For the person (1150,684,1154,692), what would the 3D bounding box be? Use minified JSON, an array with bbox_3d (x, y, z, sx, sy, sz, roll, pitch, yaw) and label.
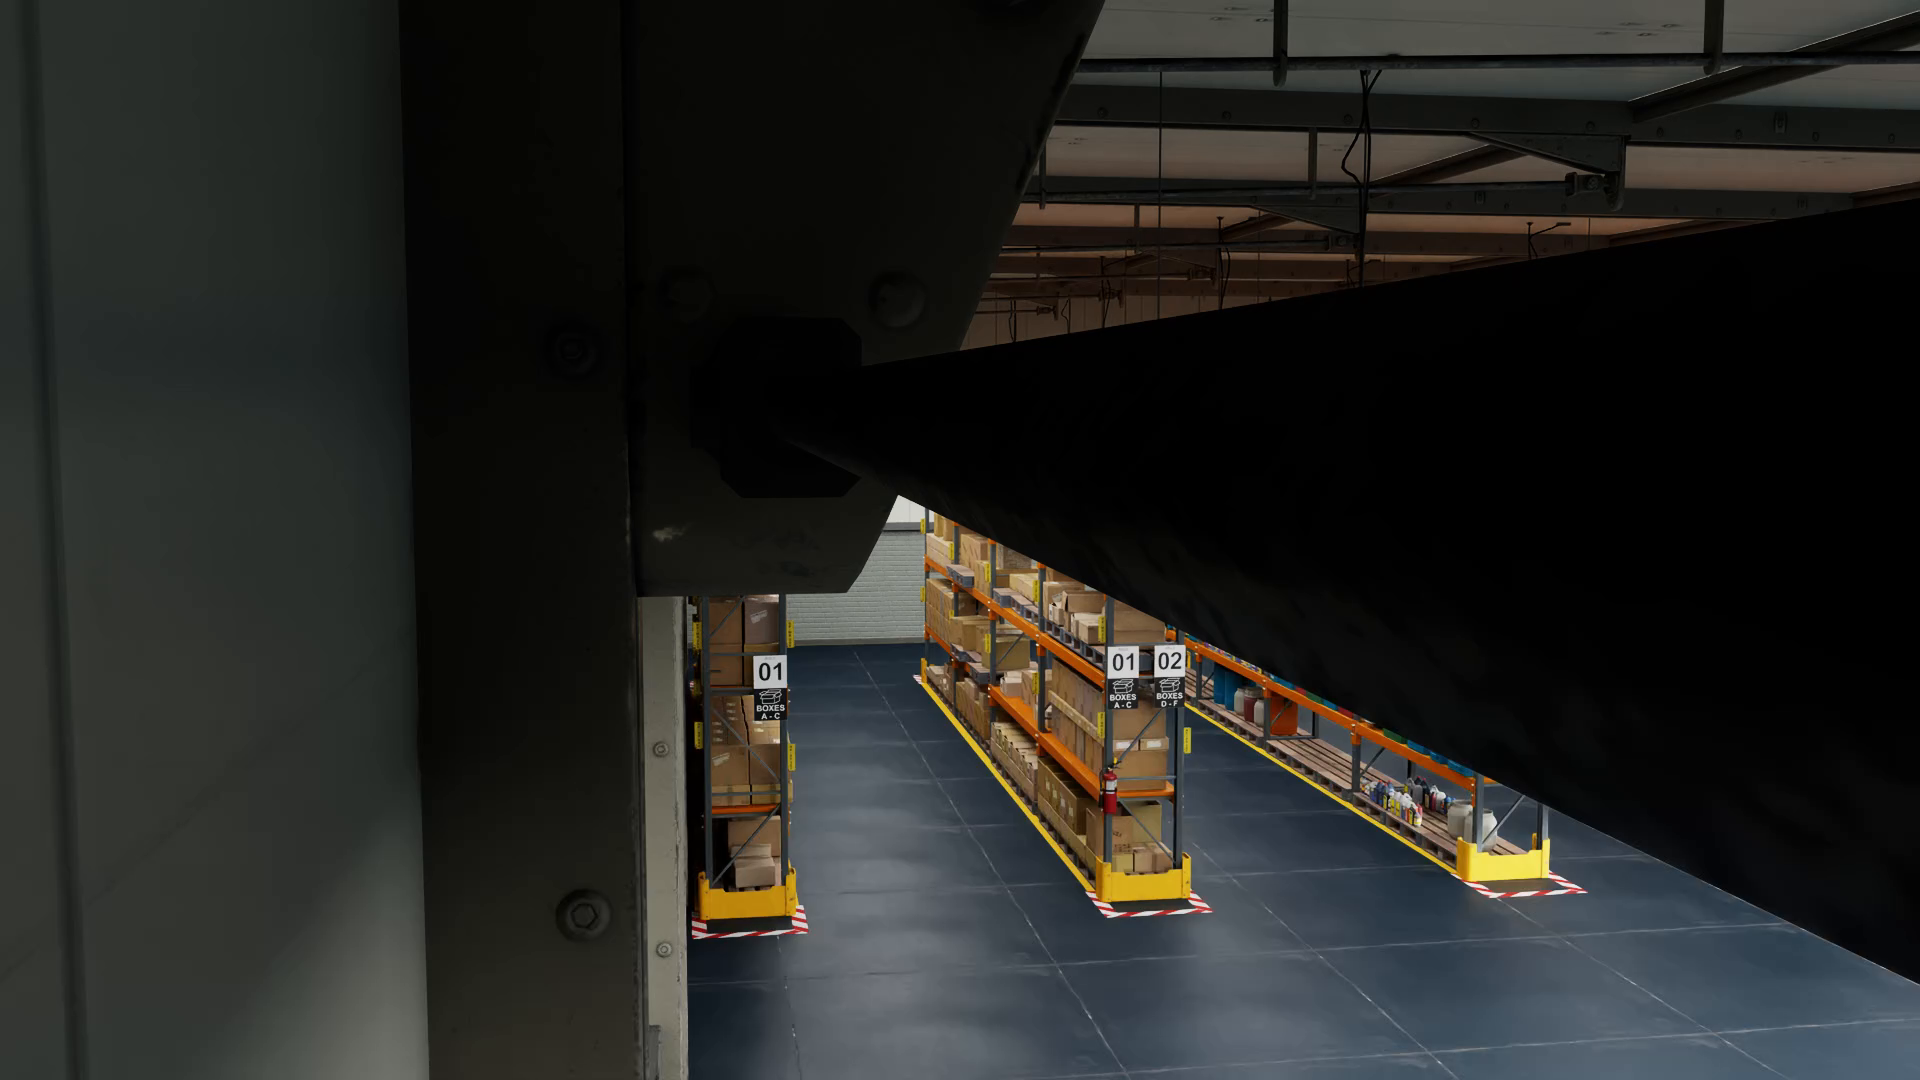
[{"bbox_3d":[3.868,2.430,34.488,0.507,1.720,0.978,1,5,14],"label":"person"}]
